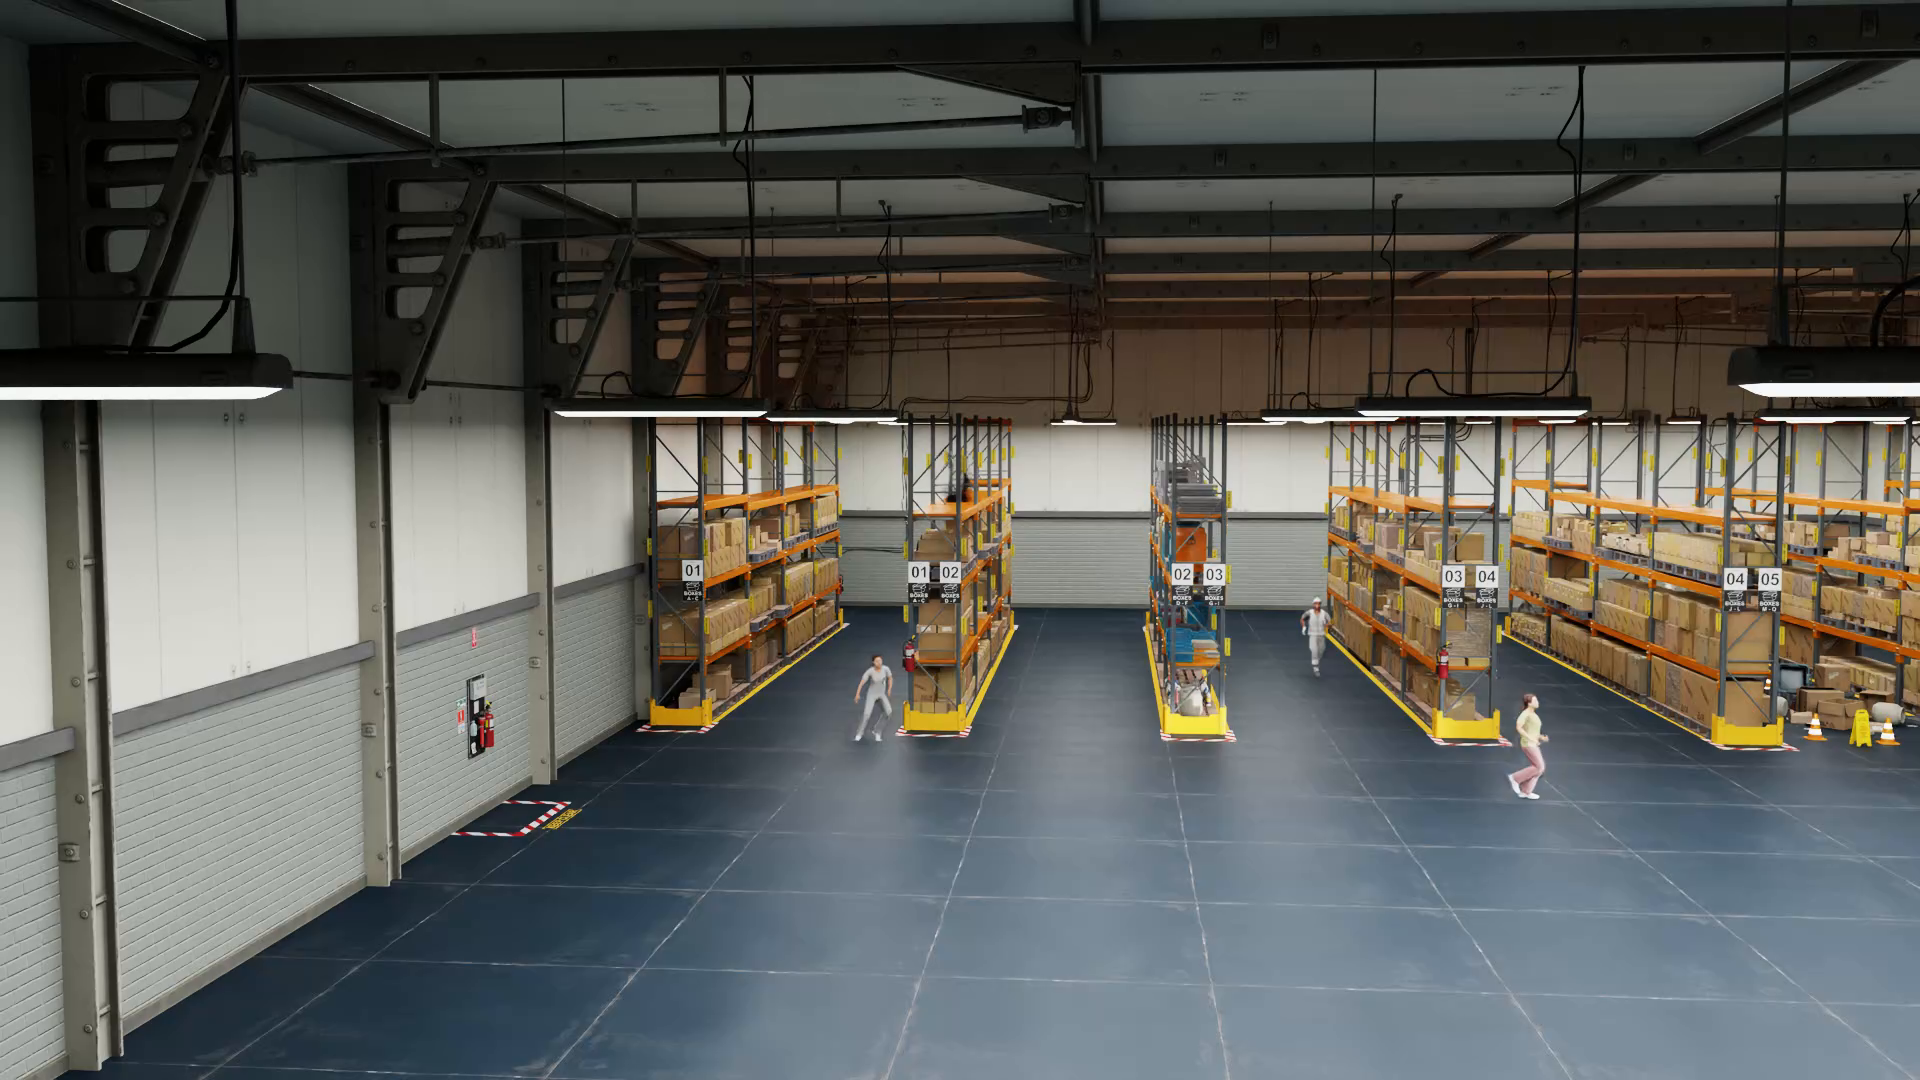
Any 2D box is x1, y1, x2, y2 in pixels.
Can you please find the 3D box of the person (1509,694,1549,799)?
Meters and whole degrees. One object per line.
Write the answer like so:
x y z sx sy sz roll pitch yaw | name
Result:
8.793 3.177 25.699 0.533 1.624 0.563 2 4 31 | person

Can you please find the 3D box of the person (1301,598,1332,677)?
8.235 2.218 38.367 0.659 1.772 1.004 0 4 -2 | person

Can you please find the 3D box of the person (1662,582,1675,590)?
20.030 1.735 47.147 0.637 1.673 0.638 1 4 14 | person

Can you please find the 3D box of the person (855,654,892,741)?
-1.584 2.889 30.566 0.825 1.595 0.484 -2 4 -28 | person

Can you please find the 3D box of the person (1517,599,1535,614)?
16.179 1.760 47.279 0.730 1.559 0.571 1 4 19 | person
